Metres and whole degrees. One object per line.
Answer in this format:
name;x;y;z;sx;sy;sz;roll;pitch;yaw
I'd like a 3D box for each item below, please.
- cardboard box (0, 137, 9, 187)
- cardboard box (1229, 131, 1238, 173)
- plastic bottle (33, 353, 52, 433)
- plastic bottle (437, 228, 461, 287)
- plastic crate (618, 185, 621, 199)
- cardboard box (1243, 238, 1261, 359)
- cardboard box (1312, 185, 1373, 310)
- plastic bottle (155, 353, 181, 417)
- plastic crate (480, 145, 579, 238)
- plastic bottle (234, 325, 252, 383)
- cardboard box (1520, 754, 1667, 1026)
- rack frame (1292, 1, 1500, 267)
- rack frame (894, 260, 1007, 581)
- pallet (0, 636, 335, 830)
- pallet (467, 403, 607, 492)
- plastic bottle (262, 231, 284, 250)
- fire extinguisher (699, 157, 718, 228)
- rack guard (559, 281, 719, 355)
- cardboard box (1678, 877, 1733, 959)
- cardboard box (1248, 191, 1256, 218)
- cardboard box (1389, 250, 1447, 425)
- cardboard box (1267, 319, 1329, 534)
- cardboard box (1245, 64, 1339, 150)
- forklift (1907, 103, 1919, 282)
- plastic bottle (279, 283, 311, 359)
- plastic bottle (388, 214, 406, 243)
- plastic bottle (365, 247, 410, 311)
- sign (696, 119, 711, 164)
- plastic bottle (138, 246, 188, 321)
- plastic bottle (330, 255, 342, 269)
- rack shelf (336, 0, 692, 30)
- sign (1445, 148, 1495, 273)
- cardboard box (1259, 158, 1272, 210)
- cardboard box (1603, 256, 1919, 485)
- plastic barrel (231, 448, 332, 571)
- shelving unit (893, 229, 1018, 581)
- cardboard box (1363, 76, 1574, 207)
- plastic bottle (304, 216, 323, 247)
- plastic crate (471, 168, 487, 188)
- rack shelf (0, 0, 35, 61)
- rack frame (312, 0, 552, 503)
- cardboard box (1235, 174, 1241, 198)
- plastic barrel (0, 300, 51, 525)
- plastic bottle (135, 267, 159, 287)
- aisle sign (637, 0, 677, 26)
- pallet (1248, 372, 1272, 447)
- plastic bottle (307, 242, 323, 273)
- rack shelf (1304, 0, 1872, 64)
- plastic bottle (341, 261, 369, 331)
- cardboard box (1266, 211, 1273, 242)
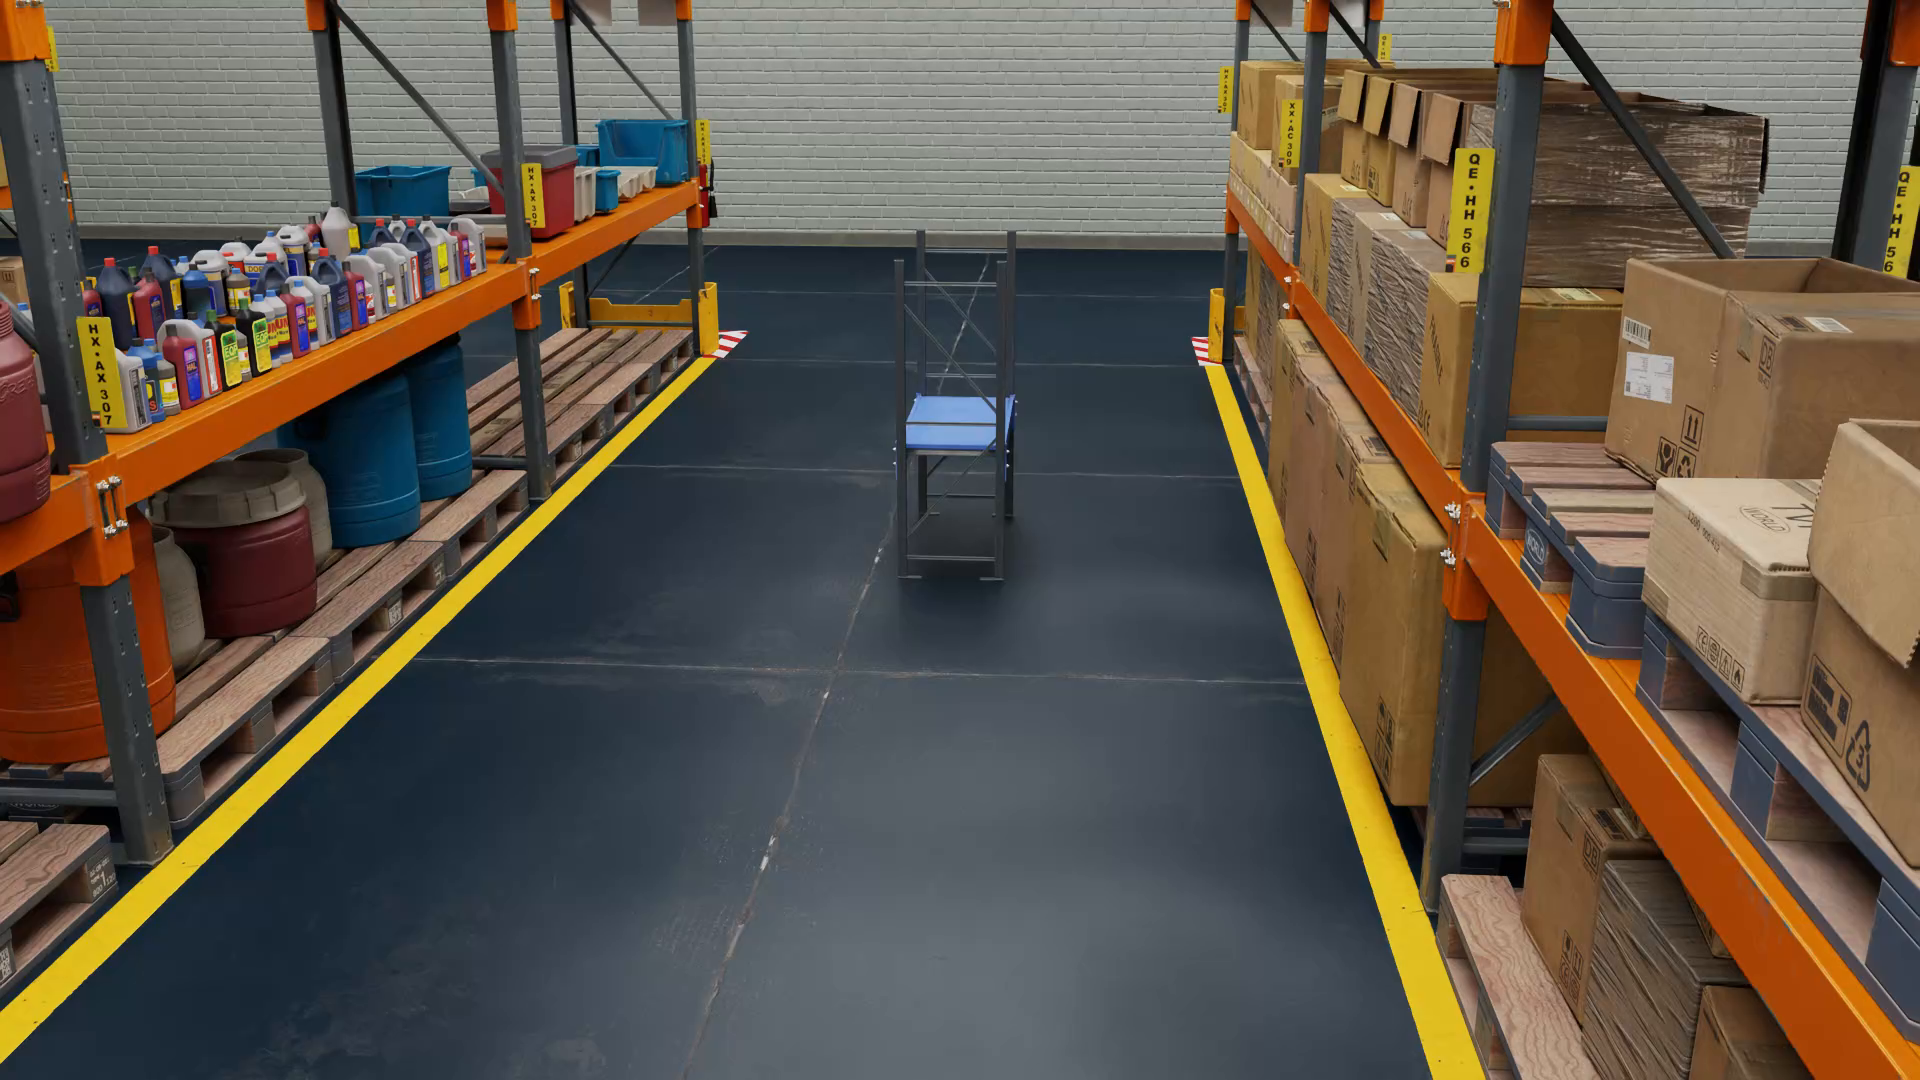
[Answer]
cardboard box;-7.200;-2.755;11.853;0.500;0.500;0.500;1;18;4
cardboard box;2.171;-2.718;11.665;0.500;0.250;0.500;1;18;2
plastic bottle;-2.837;-0.489;5.297;0.152;0.276;0.135;1;18;4
plastic bottle;-2.484;-1.358;7.948;0.152;0.276;0.135;1;18;4
plastic crate;-2.377;-2.279;10.887;0.298;0.136;0.250;1;18;4
cardboard box;2.509;-1.781;11.778;0.875;0.875;0.875;1;18;4
cardboard box;1.871;-1.303;7.422;0.500;0.500;0.500;1;18;4
plastic bottle;-2.643;-0.516;5.499;0.097;0.201;0.097;0;18;0
plastic crate;-2.438;-1.990;9.481;0.402;0.464;0.583;1;18;4
plastic bottle;-2.607;-0.671;5.972;0.097;0.201;0.097;0;18;0
cardboard box;1.873;0.880;4.226;0.700;0.500;0.500;0;18;1
rack frame;2.188;-1.549;8.334;1.000;3.000;0.127;1;18;4
rack frame;-0.043;-0.528;7.627;0.500;1.500;0.032;1;18;4
pallet;-3.024;0.662;6.064;1.003;0.211;1.213;1;18;4
pallet;-2.738;-0.564;9.805;1.003;0.211;1.213;1;18;4
plastic bottle;-3.227;-1.314;7.823;0.097;0.271;0.097;0;18;0
fire extinguisher;-2.001;-2.725;12.644;0.296;0.674;0.183;1;18;4
rack guard;-2.476;-1.722;12.875;1.175;0.500;0.348;1;18;4
cardboard box;1.855;0.689;3.606;0.500;0.250;0.500;3;18;10
cardboard box;2.011;-2.091;10.392;0.380;0.149;0.250;1;18;3
cardboard box;1.731;-0.668;5.483;0.500;0.500;0.500;1;18;3
cardboard box;2.162;-0.540;7.991;1.225;0.875;0.875;1;18;4
cardboard box;2.104;-2.759;10.583;0.500;0.500;0.500;1;18;2
forklift;4.456;-0.951;6.617;1.130;2.935;3.031;1;18;3
plastic bottle;-2.557;-0.847;6.378;0.061;0.283;0.133;1;18;4
plastic bottle;-2.635;-1.347;7.795;0.144;0.351;0.185;1;18;4
plastic bottle;-2.530;-1.159;7.343;0.152;0.276;0.135;1;18;4
sign;-1.915;-2.972;12.415;0.100;0.325;0.005;1;18;4
plastic bottle;-3.278;-1.031;6.833;0.144;0.351;0.185;1;18;4
plastic bottle;-2.672;-1.082;7.115;0.097;0.271;0.097;0;18;0
rack shelf;-2.609;-3.364;10.212;1.077;0.370;4.000;1;18;4
sign;1.348;-0.868;4.397;0.100;0.325;0.005;1;18;4
cardboard box;2.029;-2.082;9.721;0.500;0.250;0.500;2;18;5
cardboard box;1.903;-0.385;3.947;0.500;0.500;0.500;-1;18;-3
plastic barrel;-2.988;-0.115;7.278;0.421;0.512;0.421;0;18;0
shelving unit;-0.006;-0.686;8.109;0.538;1.500;1.048;1;18;4
cardboard box;2.090;-1.662;6.906;0.797;0.503;0.637;1;18;5
plastic bottle;-3.213;-1.458;8.244;0.061;0.283;0.133;1;18;4
plastic crate;-2.927;-2.280;10.735;0.416;0.233;0.300;1;18;4
rack shelf;-3.182;-0.880;2.629;1.077;0.370;4.000;1;18;4
rack frame;-2.752;-1.660;8.671;1.000;3.000;0.127;1;18;4
cardboard box;2.085;-2.410;11.364;0.380;0.149;0.250;1;18;3
plastic barrel;-2.770;-0.331;4.398;0.600;0.536;0.708;1;18;4
plastic bottle;-3.270;-0.950;6.691;0.061;0.283;0.133;1;18;4
aisle sign;-2.168;-4.153;12.106;0.394;0.787;0.004;1;18;4
pallet;2.406;-0.838;10.643;1.003;0.211;1.213;1;18;4
plastic bottle;-3.066;-1.319;7.951;0.097;0.201;0.097;0;18;0
rack shelf;2.045;-2.012;6.083;1.077;0.370;4.000;1;18;4
plastic bottle;-2.517;-1.018;6.899;0.061;0.283;0.133;1;18;4
cardboard box;1.939;-1.771;9.415;0.380;0.149;0.250;2;18;5
